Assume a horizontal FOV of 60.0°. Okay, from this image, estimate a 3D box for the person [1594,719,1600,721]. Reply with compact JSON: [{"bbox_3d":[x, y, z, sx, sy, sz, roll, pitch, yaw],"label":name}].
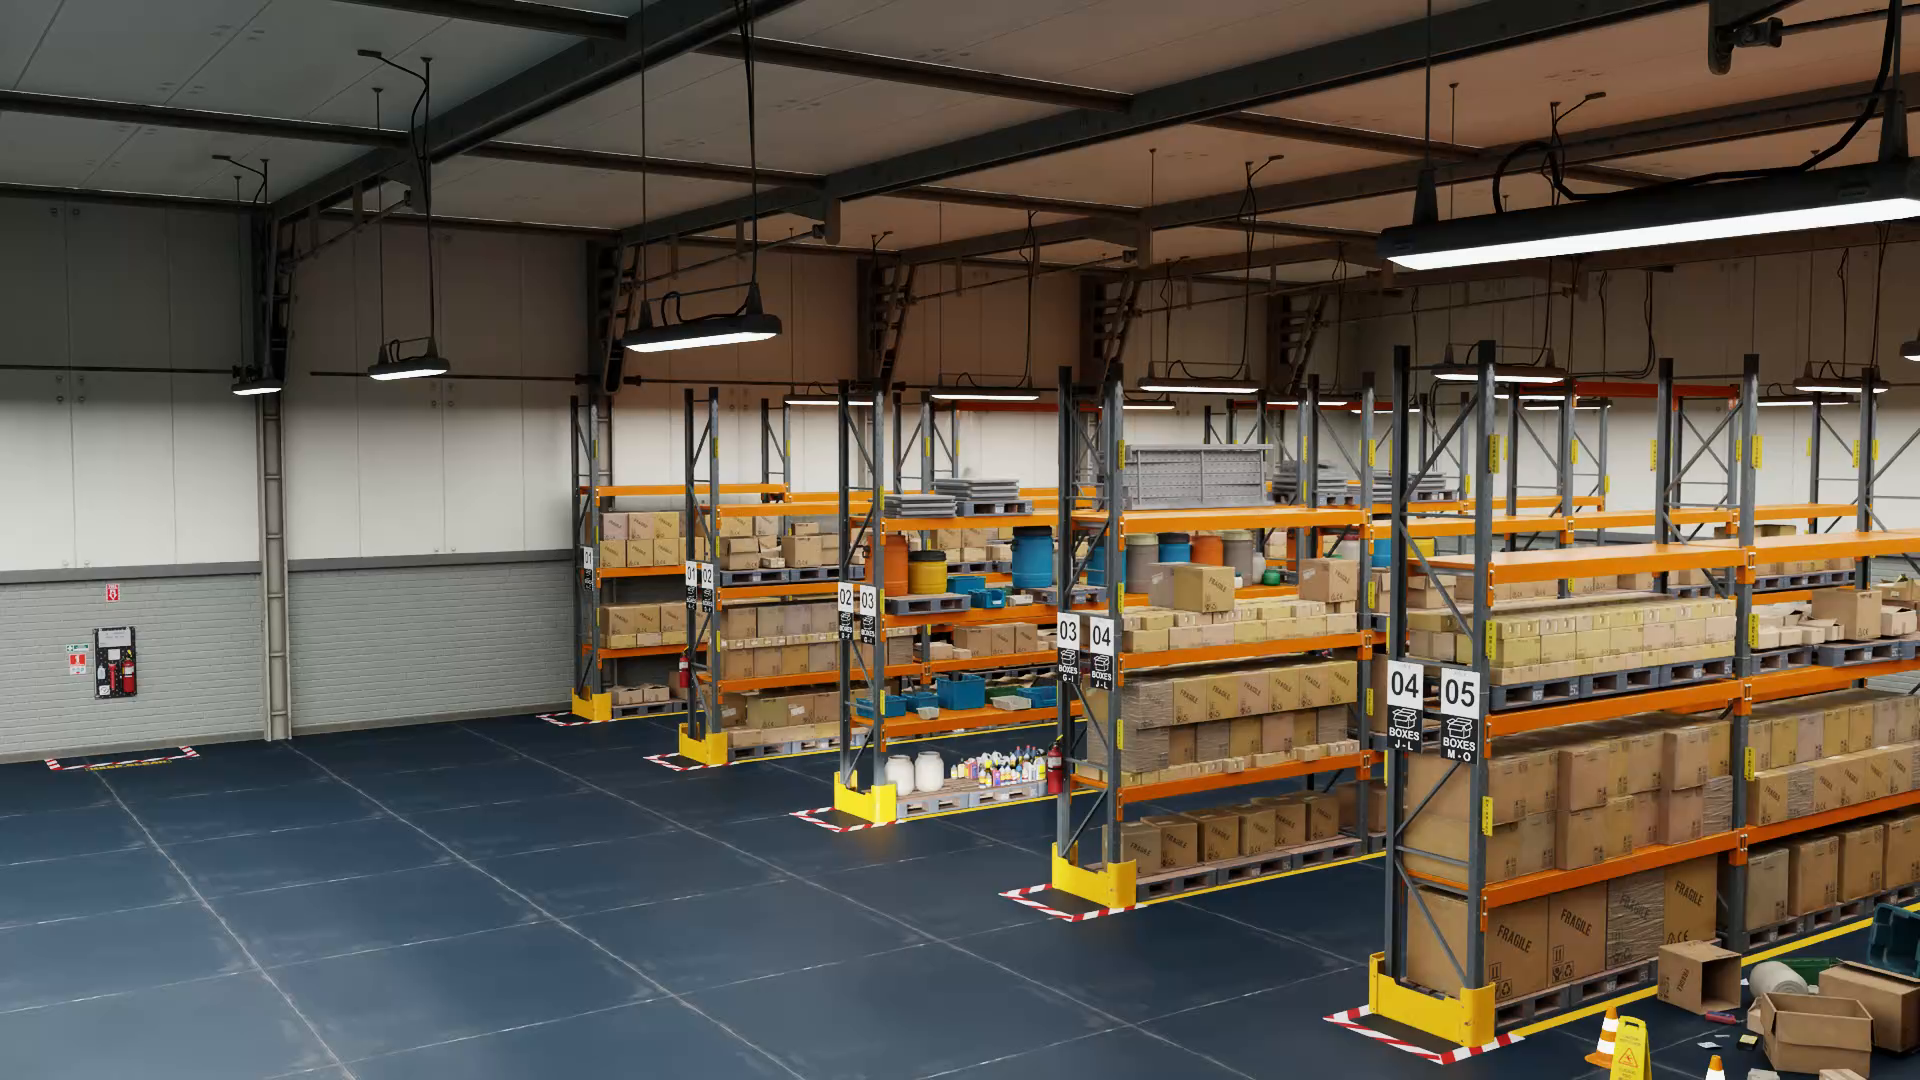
[{"bbox_3d":[7.952,3.054,21.015,0.625,1.661,0.595,-3,5,-44],"label":"person"}]
